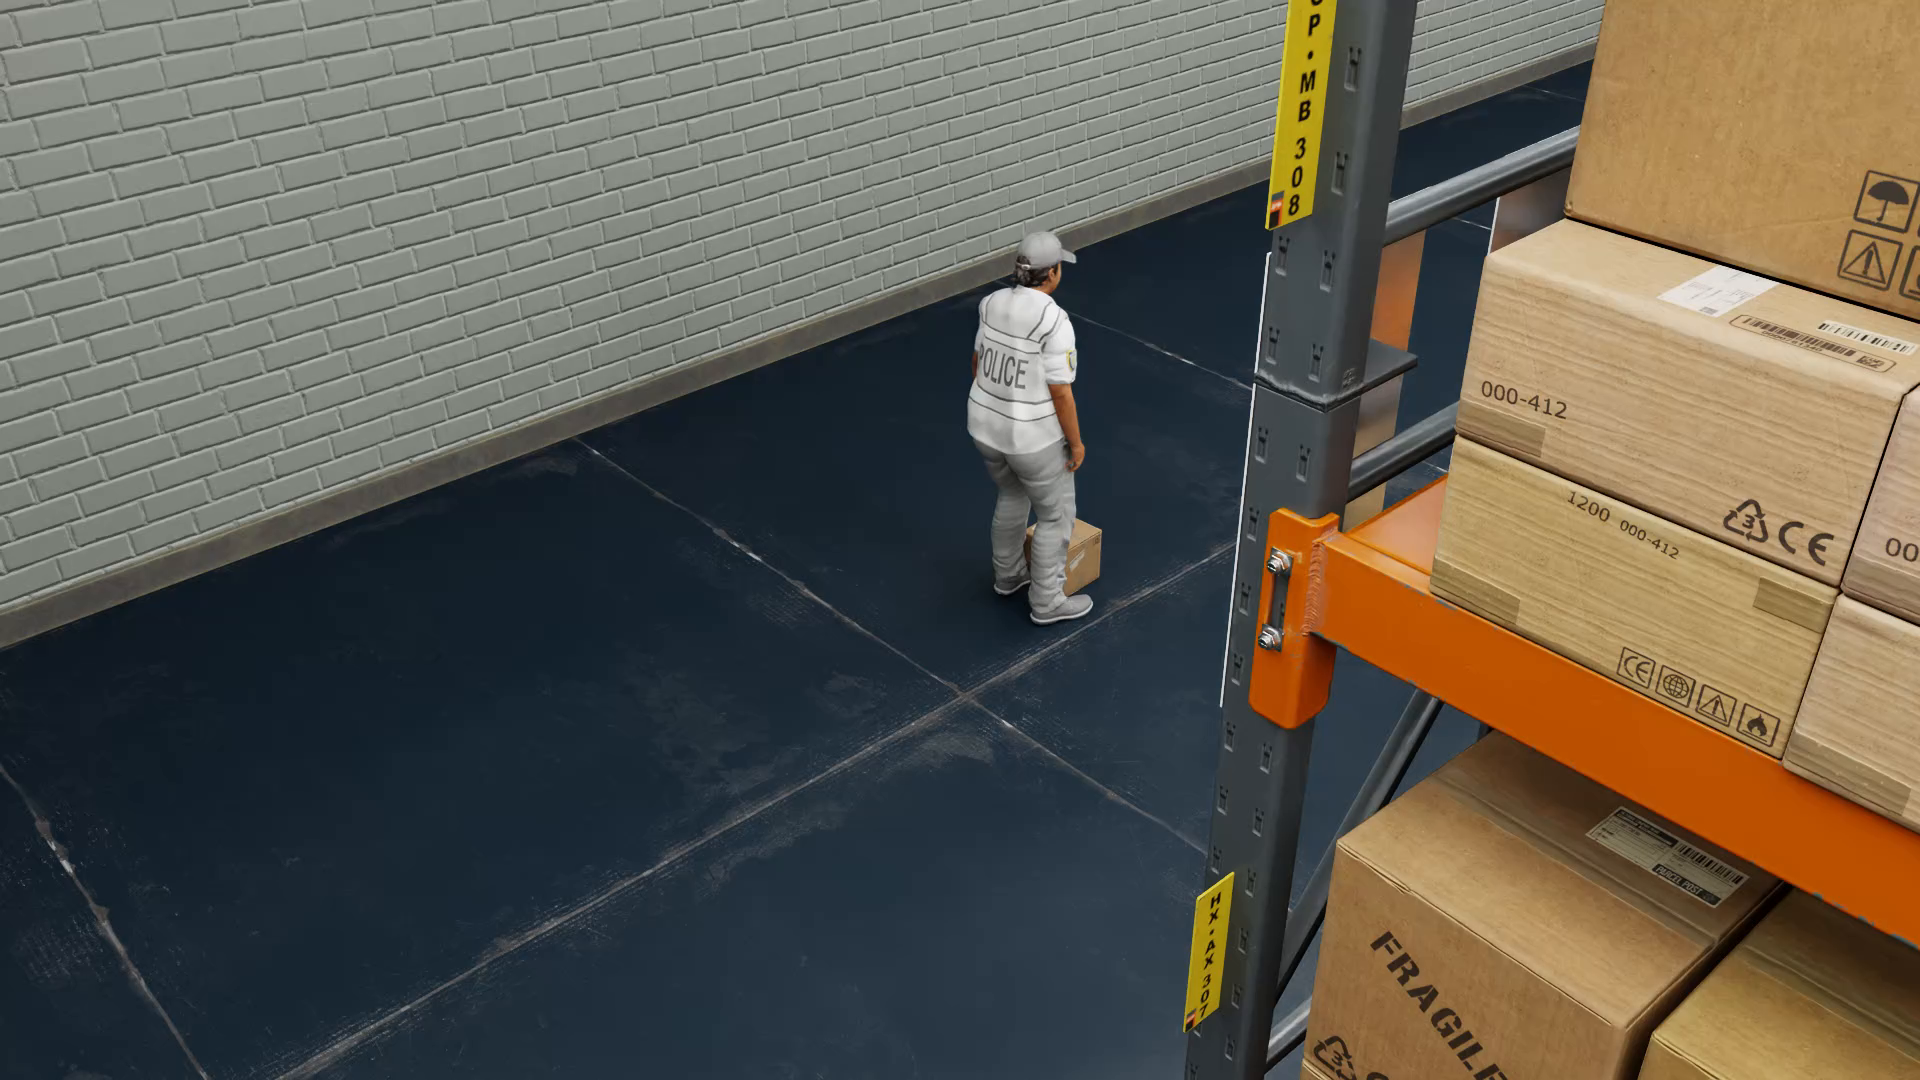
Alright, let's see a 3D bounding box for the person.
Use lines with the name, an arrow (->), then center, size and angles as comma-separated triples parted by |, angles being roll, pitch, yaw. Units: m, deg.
person -> 0.296, -0.455, 6.859 | 0.467, 1.667, 0.558 | -28, 41, -37
